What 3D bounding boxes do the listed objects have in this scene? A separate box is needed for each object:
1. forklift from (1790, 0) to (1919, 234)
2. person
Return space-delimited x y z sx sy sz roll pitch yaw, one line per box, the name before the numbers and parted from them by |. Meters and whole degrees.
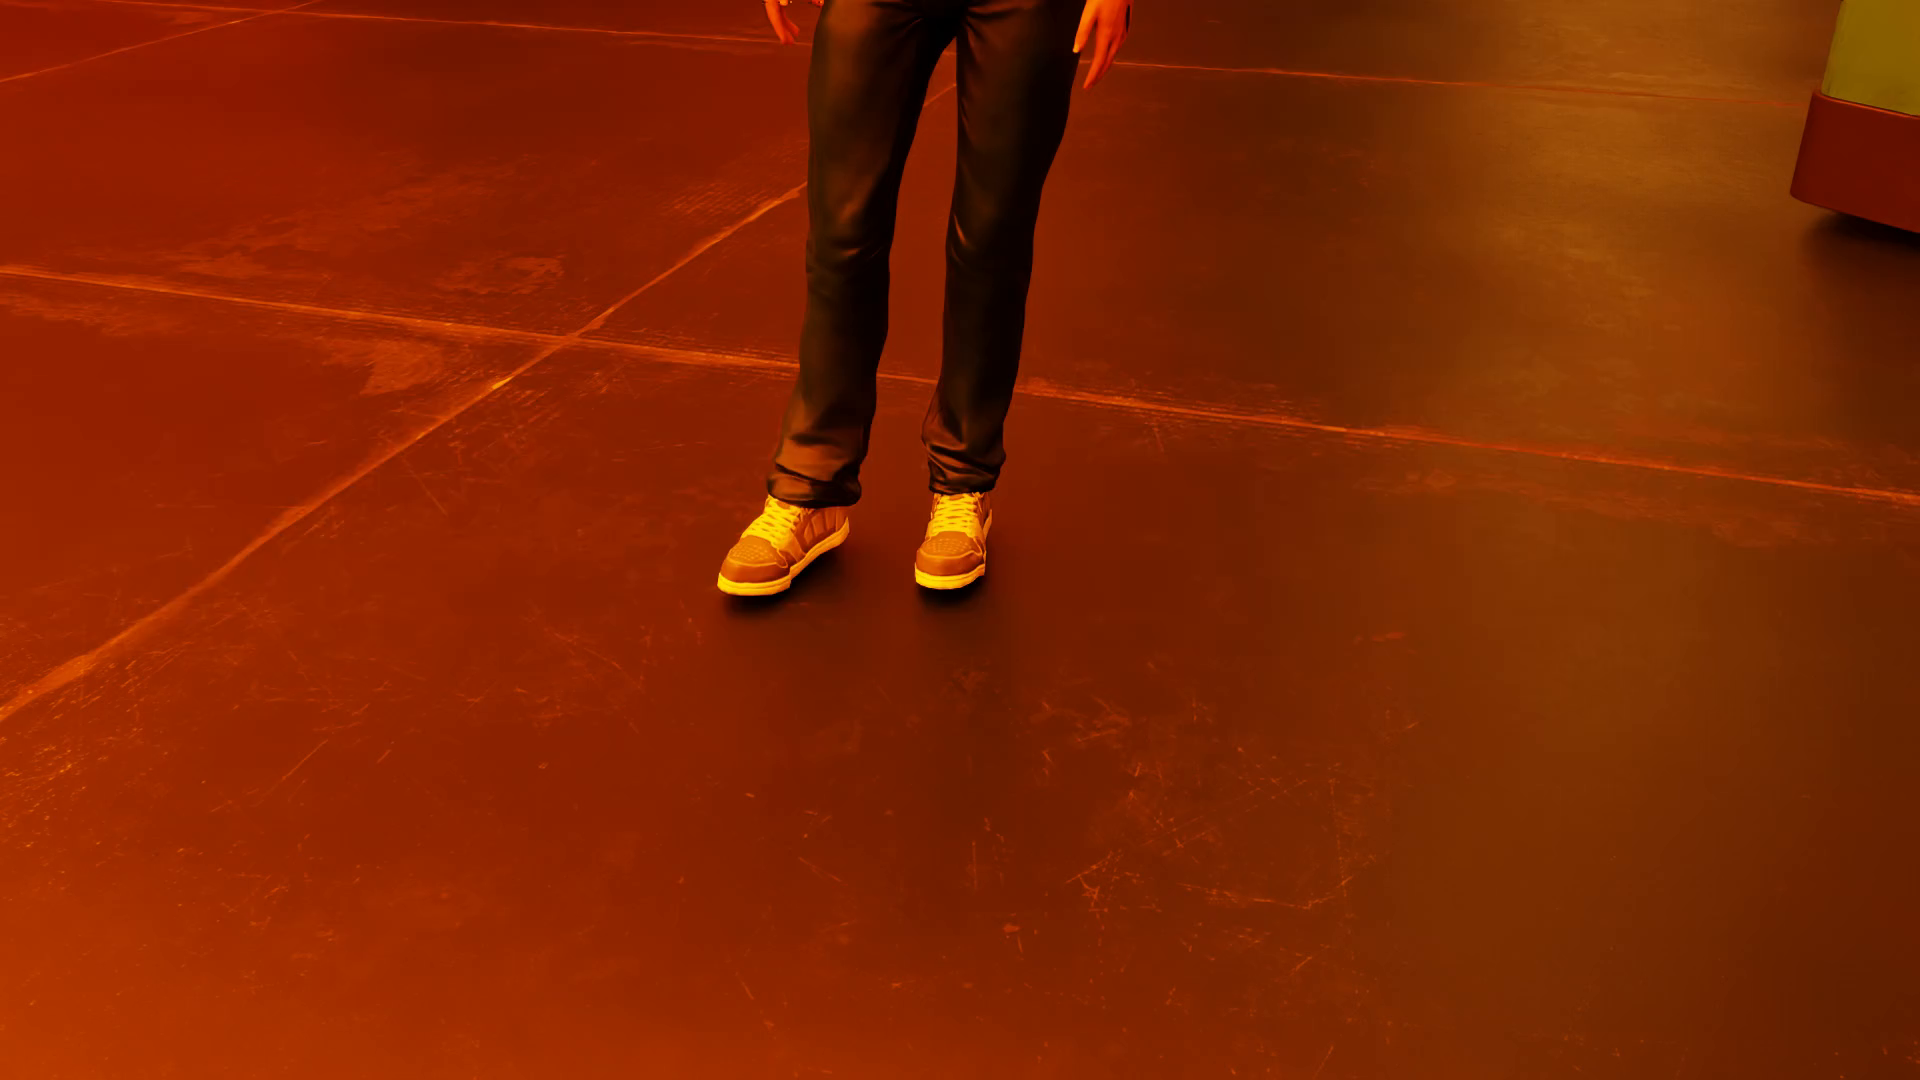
forklift | 3.513 -2.182 3.551 3.031 2.935 1.130 -14 30 -25
person | -0.036 -0.688 2.074 0.520 1.599 0.473 8 28 16
